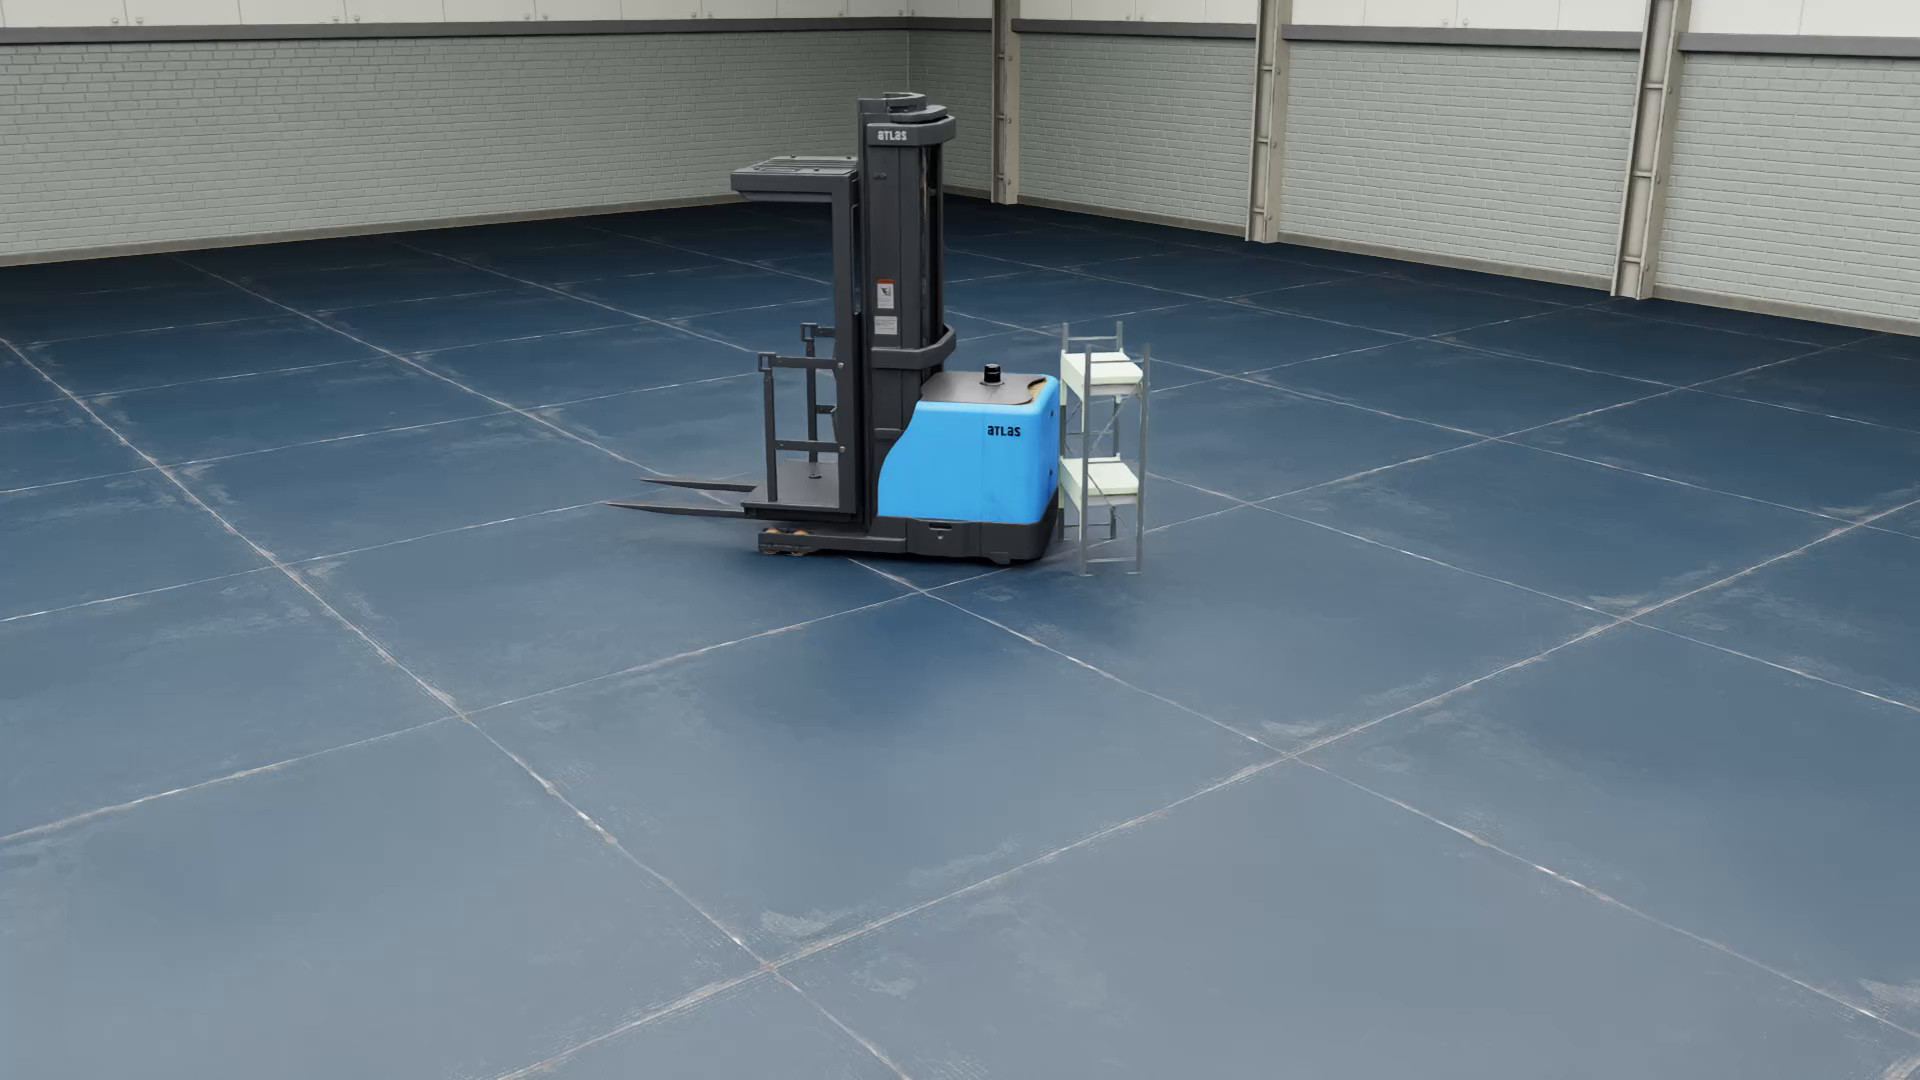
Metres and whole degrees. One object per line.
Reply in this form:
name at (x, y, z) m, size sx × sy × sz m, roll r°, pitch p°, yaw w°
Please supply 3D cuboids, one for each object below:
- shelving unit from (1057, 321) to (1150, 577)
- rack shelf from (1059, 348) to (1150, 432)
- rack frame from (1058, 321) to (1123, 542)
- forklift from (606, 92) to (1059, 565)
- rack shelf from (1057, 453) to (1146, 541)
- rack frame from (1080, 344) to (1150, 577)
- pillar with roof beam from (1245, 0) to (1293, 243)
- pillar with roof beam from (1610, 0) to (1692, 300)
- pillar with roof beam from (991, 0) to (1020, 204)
shelving unit at (0.918, -0.599, 10.785) m, size 0.431 × 1.500 × 0.755 m, roll -2°, pitch 18°, yaw -7°
rack shelf at (0.918, -0.969, 10.662) m, size 0.431 × 0.370 × 0.720 m, roll -2°, pitch 18°, yaw -7°
rack frame at (0.869, -0.713, 11.129) m, size 0.400 × 1.500 × 0.023 m, roll -2°, pitch 18°, yaw -7°
forklift at (-0.883, -1.442, 11.054) m, size 3.031 × 2.935 × 1.130 m, roll 3°, pitch 19°, yaw 10°
rack shelf at (0.918, -0.289, 10.887) m, size 0.431 × 0.370 × 0.720 m, roll -2°, pitch 18°, yaw -7°
rack frame at (0.968, -0.485, 10.441) m, size 0.400 × 1.500 × 0.023 m, roll -2°, pitch 18°, yaw -7°
pillar with roof beam at (1.137, -7.901, 20.907) m, size 9.100 × 9.000 × 0.400 m, roll -14°, pitch 23°, yaw -36°
pillar with roof beam at (4.862, -6.422, 16.442) m, size 9.100 × 9.000 × 0.400 m, roll -14°, pitch 23°, yaw -36°
pillar with roof beam at (-2.589, -9.379, 25.371) m, size 9.100 × 9.000 × 0.400 m, roll -14°, pitch 23°, yaw -36°
